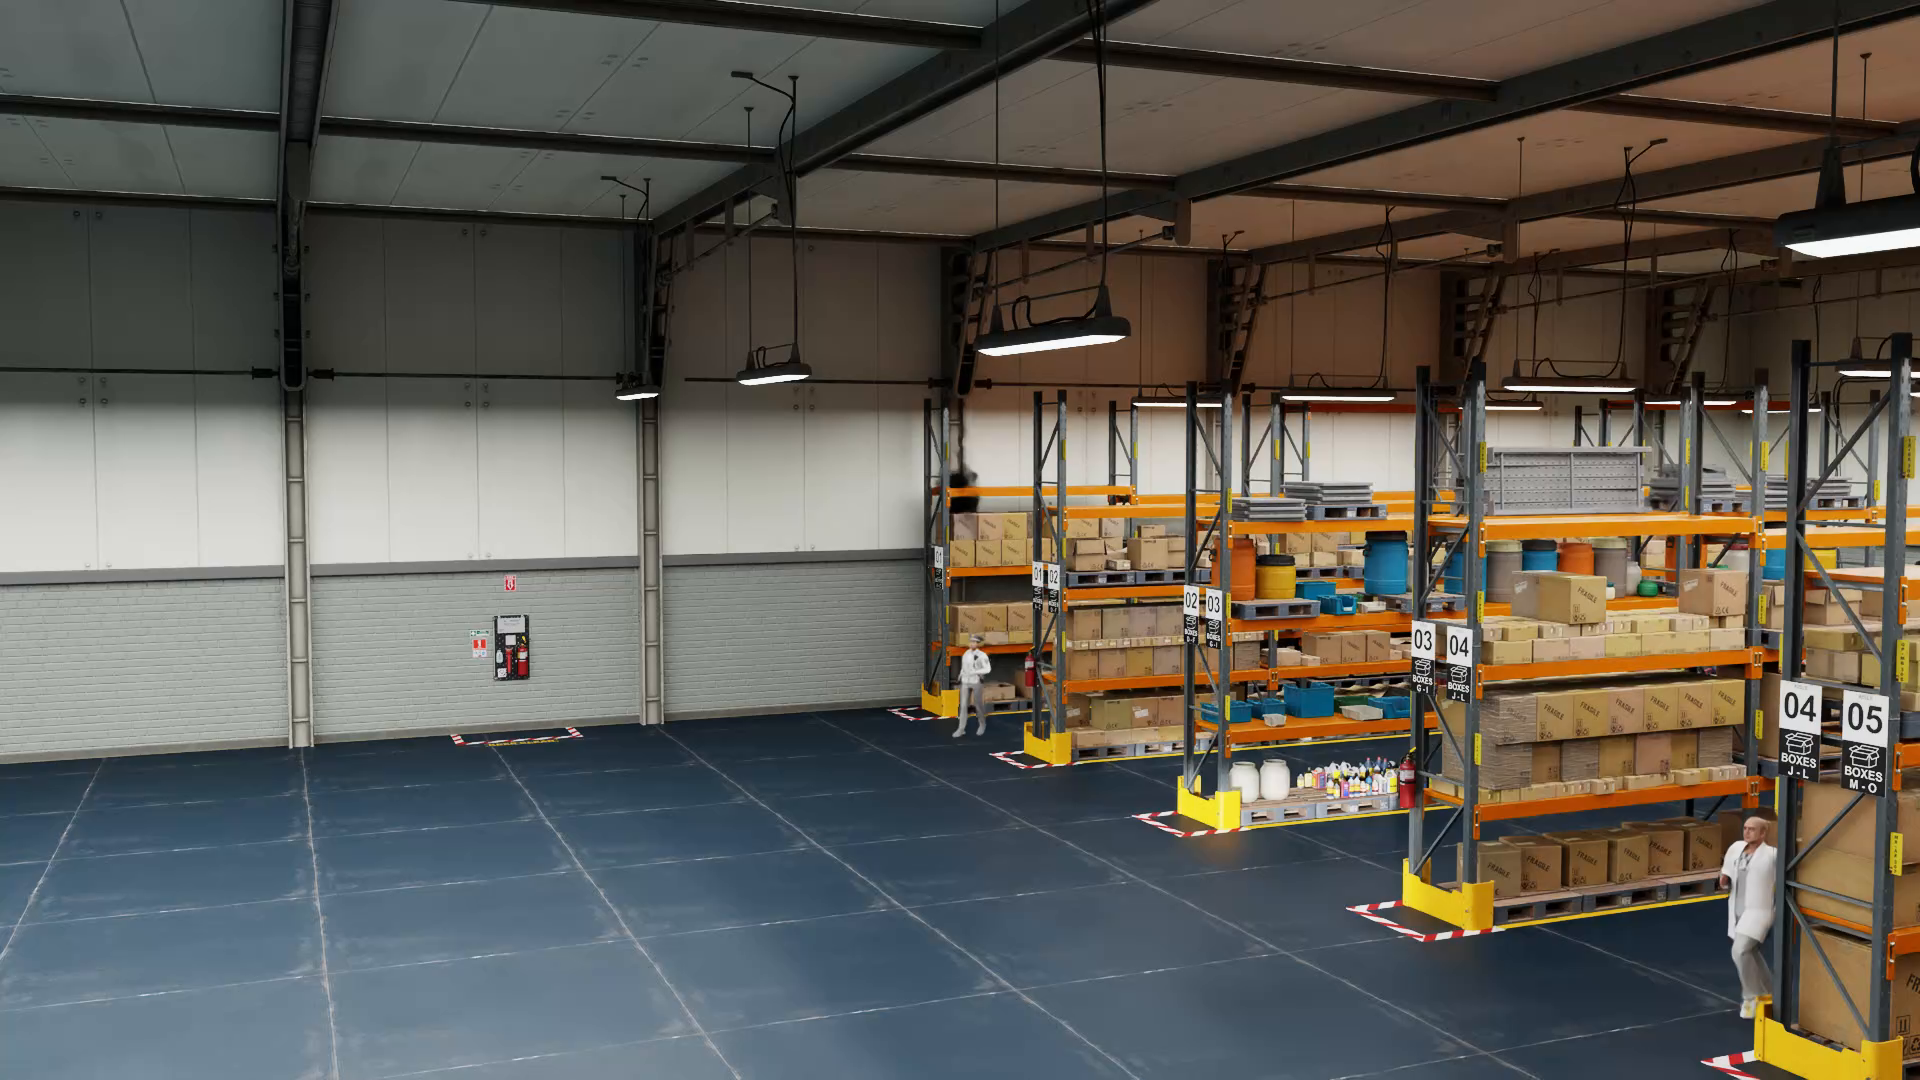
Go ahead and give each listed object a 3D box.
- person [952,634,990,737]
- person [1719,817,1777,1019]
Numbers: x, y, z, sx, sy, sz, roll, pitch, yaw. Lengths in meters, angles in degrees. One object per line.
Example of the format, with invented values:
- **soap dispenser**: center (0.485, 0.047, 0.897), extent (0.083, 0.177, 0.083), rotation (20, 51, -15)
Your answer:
- **person**: center (0.208, 2.406, 27.443), extent (0.629, 1.719, 0.867), rotation (2, 4, 27)
- **person**: center (7.173, 3.410, 15.054), extent (0.732, 1.825, 0.689), rotation (-1, 4, -22)
